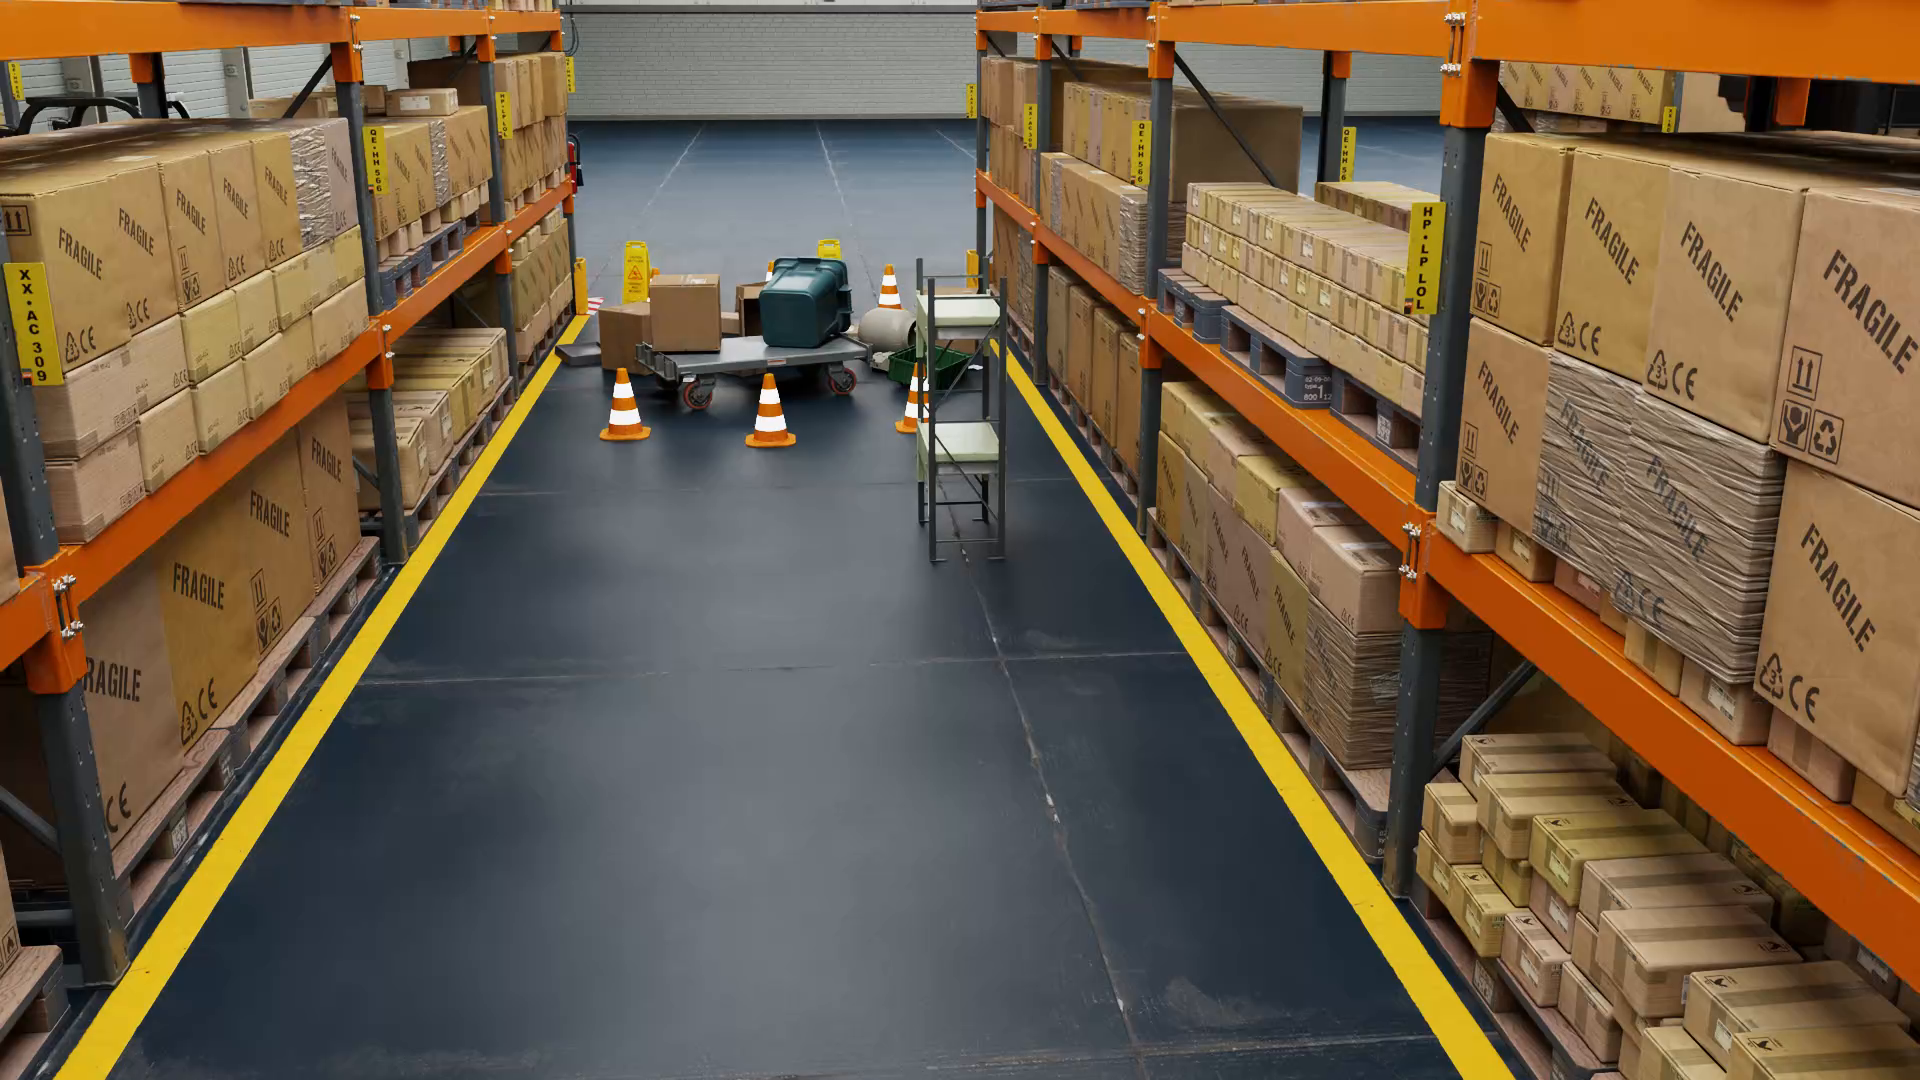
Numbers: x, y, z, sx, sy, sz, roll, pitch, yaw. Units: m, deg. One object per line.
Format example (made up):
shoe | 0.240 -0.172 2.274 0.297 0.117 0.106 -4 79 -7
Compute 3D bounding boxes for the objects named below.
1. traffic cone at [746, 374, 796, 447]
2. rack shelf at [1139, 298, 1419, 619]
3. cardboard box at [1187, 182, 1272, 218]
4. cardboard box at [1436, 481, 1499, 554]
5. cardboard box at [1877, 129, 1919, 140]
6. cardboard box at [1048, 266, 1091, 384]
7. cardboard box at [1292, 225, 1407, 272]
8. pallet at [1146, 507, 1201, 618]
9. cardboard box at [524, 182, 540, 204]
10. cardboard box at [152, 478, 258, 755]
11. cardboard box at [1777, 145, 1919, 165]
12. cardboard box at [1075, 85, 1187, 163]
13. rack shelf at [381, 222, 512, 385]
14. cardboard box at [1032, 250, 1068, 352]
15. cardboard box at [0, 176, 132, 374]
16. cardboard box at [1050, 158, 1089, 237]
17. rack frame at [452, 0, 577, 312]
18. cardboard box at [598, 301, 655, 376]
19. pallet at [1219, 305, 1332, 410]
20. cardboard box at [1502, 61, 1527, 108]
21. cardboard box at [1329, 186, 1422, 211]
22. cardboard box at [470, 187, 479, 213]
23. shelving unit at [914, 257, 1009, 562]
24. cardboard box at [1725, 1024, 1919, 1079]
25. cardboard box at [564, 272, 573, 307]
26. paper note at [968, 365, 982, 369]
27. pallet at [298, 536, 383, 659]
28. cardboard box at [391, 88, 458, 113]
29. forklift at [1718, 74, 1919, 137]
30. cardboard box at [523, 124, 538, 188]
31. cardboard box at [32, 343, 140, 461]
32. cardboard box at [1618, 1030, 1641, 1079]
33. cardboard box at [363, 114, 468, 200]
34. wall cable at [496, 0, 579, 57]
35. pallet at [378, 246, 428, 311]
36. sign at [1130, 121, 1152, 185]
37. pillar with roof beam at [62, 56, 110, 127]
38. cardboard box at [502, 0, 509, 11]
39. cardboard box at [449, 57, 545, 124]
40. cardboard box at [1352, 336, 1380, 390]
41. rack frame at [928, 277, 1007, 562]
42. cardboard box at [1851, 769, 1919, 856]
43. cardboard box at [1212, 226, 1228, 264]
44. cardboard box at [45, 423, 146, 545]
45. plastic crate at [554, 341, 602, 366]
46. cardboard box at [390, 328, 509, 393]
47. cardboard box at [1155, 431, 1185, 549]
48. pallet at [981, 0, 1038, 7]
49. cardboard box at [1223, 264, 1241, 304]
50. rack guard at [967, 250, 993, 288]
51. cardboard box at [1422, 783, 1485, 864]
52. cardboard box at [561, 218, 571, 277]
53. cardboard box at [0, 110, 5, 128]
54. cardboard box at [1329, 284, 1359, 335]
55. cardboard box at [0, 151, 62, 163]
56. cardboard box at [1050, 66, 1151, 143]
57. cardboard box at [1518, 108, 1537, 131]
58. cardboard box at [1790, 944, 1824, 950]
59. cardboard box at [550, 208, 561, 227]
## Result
traffic cone | -1.288 -0.894 11.251 0.336 0.463 0.334 -2 18 -6
rack shelf | 1.699 -0.538 7.084 1.077 0.370 4.000 -2 18 -6
cardboard box | 1.348 -1.696 8.298 0.380 0.149 0.250 -2 18 -6
cardboard box | 1.609 -0.071 4.814 0.380 0.149 0.250 -1 17 -4
cardboard box | 6.294 -2.528 11.348 0.797 0.503 0.637 0 17 0
cardboard box | 1.233 -1.614 12.364 1.050 0.750 0.750 -2 18 -6
cardboard box | 1.536 -1.152 6.562 0.380 0.149 0.250 -3 18 -8
pallet | 1.572 0.086 8.550 1.003 0.211 1.213 -2 18 -6
cardboard box | -3.669 -2.851 13.670 0.380 0.149 0.250 -2 18 -5
cardboard box | -3.253 0.260 6.187 0.875 0.875 0.875 -1 17 -4
cardboard box | 2.281 -0.666 3.959 0.500 0.500 0.500 -2 18 -7
cardboard box | 1.192 -2.893 11.547 0.700 0.500 0.500 -2 18 -7
rack shelf | -3.627 -1.547 10.297 1.077 0.370 4.000 -2 18 -6
cardboard box | 1.085 -2.045 13.529 0.875 0.875 0.875 -2 17 -5
cardboard box | -2.768 -0.767 4.776 0.500 0.500 0.500 -2 17 -5
cardboard box | 0.919 -2.401 11.650 0.500 0.500 0.500 -2 18 -5
rack frame | -4.246 -3.677 15.883 1.000 3.000 0.127 -2 18 -6
cardboard box | -2.590 -1.656 13.612 0.500 0.500 0.500 11 21 32
pallet | 1.737 -0.797 7.028 1.003 0.211 1.213 -2 18 -6
cardboard box | 5.441 -4.329 15.625 0.500 0.500 0.500 -2 18 -6
cardboard box | 2.023 -1.635 8.101 0.380 0.149 0.250 -2 18 -6
cardboard box | -3.434 -2.267 11.107 0.380 0.149 0.250 -2 18 -7
shelving unit | -0.001 -0.718 8.959 0.431 1.500 0.755 -2 18 -6
cardboard box | 1.870 1.166 3.520 0.380 0.149 0.250 -2 18 -5
cardboard box | -3.892 -2.326 15.468 0.500 0.250 0.500 -2 18 -6
paper note | 0.110 -1.425 13.663 0.142 0.020 0.147 16 24 42
pallet | -3.414 0.274 7.953 1.003 0.211 1.213 -2 18 -6
cardboard box | -3.477 -2.850 10.799 0.380 0.149 0.250 -2 18 -7
forklift | 4.208 -1.147 7.936 1.130 2.935 3.031 1 17 2
cardboard box | -3.715 -3.114 13.424 0.500 0.500 0.500 -2 18 -6
cardboard box | -2.773 -0.409 4.888 0.500 0.250 0.500 -2 18 -7
cardboard box | 1.866 1.298 4.094 0.380 0.149 0.250 -3 18 -8
cardboard box | -3.458 -2.444 10.588 0.500 0.500 0.500 -1 17 -4
wall cable | -12.090 -14.525 45.604 3.097 2.526 0.112 -2 18 -6
pallet | -3.600 -1.411 8.985 1.213 0.211 1.003 -2 18 -6
sign | 0.941 -2.011 8.643 0.100 0.325 0.005 -2 18 -6
pillar with roof beam | -6.344 -8.071 19.860 9.100 9.000 0.400 -2 18 -6
cardboard box | -3.731 -4.203 12.970 0.380 0.149 0.250 -2 18 -7
cardboard box | -3.719 -3.593 13.283 0.700 0.500 0.500 -2 18 -7
cardboard box | 1.616 -0.630 5.893 0.380 0.149 0.250 -2 18 -6
rack frame | 0.037 -0.609 8.611 0.400 1.500 0.023 -2 18 -6
cardboard box | 1.914 0.473 3.082 0.380 0.149 0.250 -1 17 -5
cardboard box | 1.403 -1.389 7.815 0.380 0.149 0.250 -2 18 -7
cardboard box | -2.791 -0.170 4.961 0.500 0.250 0.500 -2 18 -7
plastic crate | -3.180 -1.586 14.095 0.402 0.080 0.583 -8 19 -25
cardboard box | -3.777 -1.276 11.920 0.950 0.372 0.625 -2 17 -5
cardboard box | 1.312 -0.266 8.489 0.500 0.500 0.500 -3 18 -8
pallet | 0.754 -5.029 15.327 1.003 0.211 1.213 -2 18 -6
cardboard box | 1.423 -1.177 7.638 0.380 0.149 0.250 -1 17 -3
rack guard | 0.665 -2.675 16.863 1.175 0.500 0.348 -2 18 -6
cardboard box | 1.624 0.851 5.022 0.380 0.149 0.250 -1 17 -3
cardboard box | -3.904 -2.693 15.385 0.500 0.500 0.500 -2 18 -5
cardboard box | -8.868 -3.786 14.977 0.380 0.149 0.250 -2 17 -5
cardboard box | 1.584 -0.854 6.111 0.380 0.149 0.250 -2 18 -7
cardboard box | -3.398 -1.058 5.703 0.500 0.500 0.500 -1 17 -4
cardboard box | 1.076 -3.366 12.839 0.875 0.550 0.550 -2 18 -6
cardboard box | 5.812 -3.863 15.811 0.875 0.500 0.500 -2 18 -6
cardboard box | 2.267 1.054 4.374 0.380 0.149 0.250 -2 18 -5
cardboard box | -3.799 -2.895 14.946 0.380 0.149 0.250 -1 17 -4
